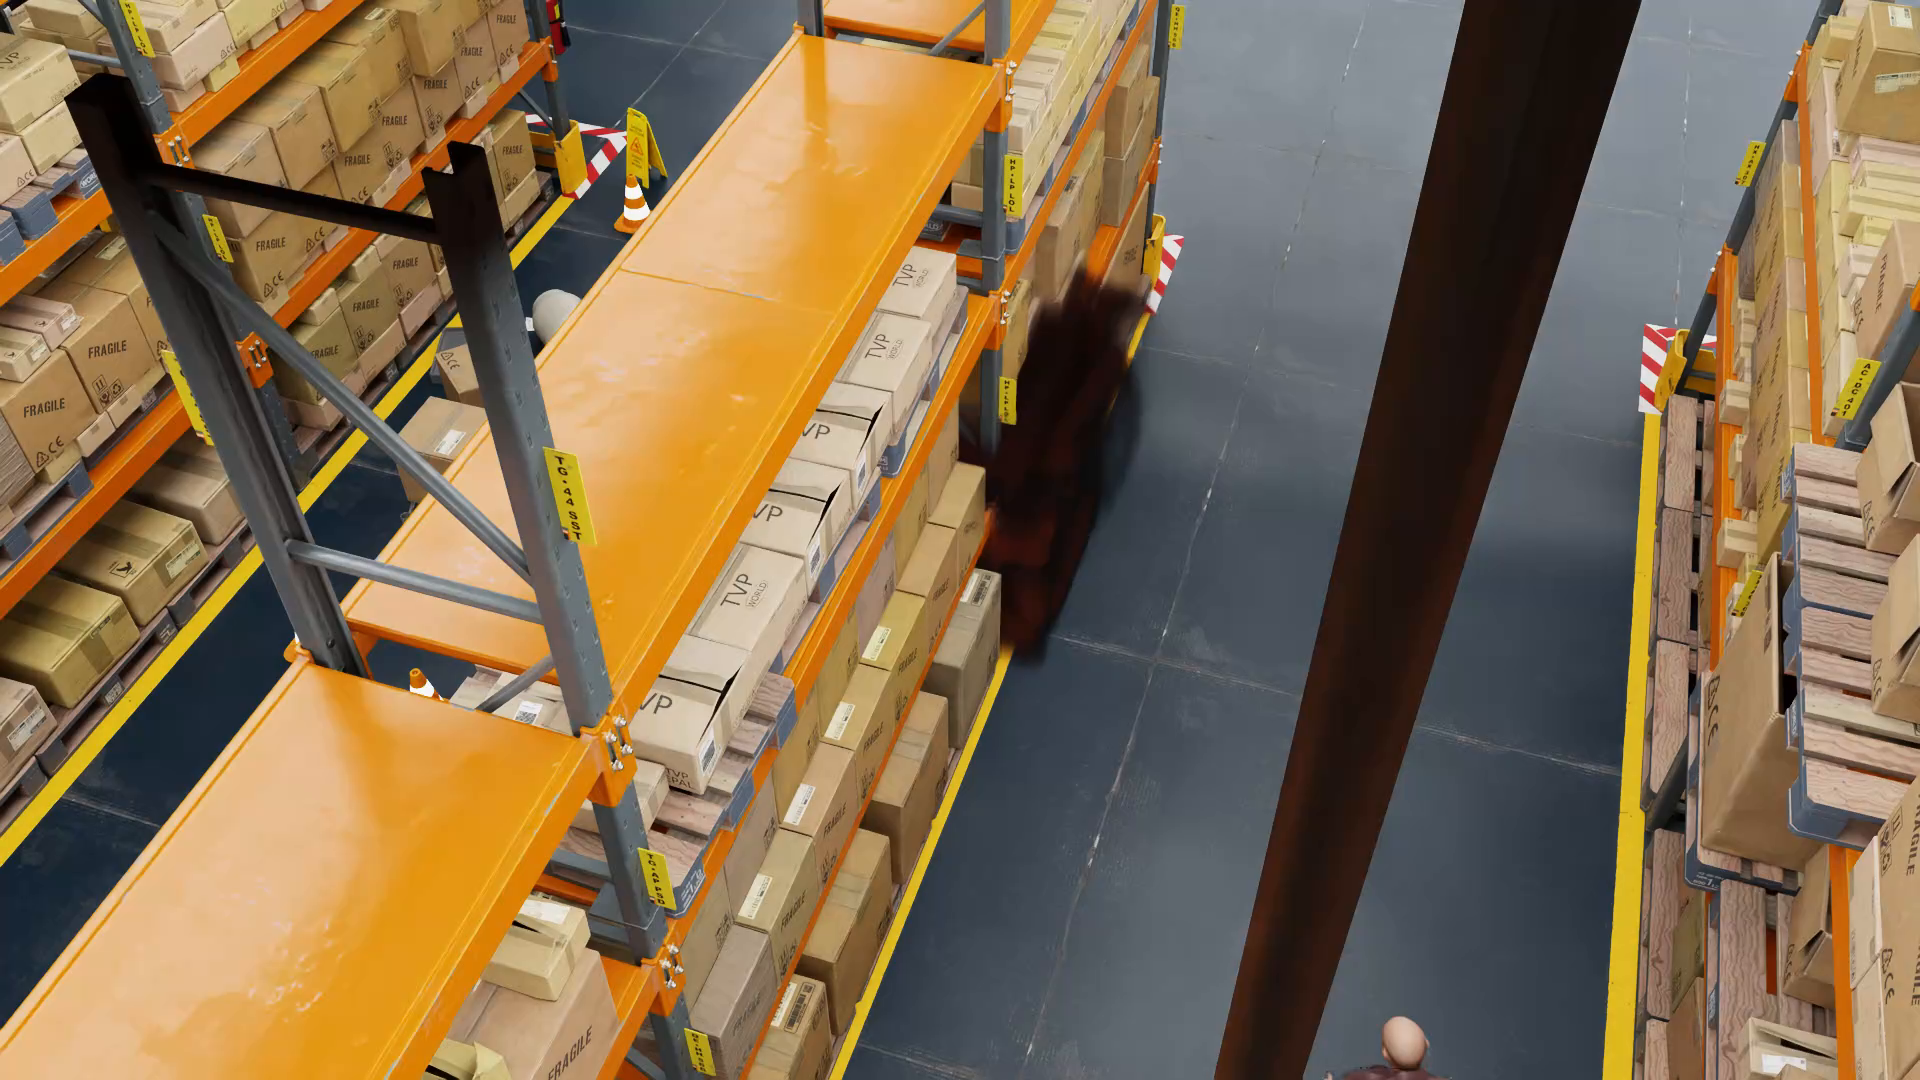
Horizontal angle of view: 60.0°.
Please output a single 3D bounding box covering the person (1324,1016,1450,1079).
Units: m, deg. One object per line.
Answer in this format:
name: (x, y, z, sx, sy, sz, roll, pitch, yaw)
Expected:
person: (1.864, 2.726, 7.252, 0.740, 1.695, 0.934, 15, 47, 14)
